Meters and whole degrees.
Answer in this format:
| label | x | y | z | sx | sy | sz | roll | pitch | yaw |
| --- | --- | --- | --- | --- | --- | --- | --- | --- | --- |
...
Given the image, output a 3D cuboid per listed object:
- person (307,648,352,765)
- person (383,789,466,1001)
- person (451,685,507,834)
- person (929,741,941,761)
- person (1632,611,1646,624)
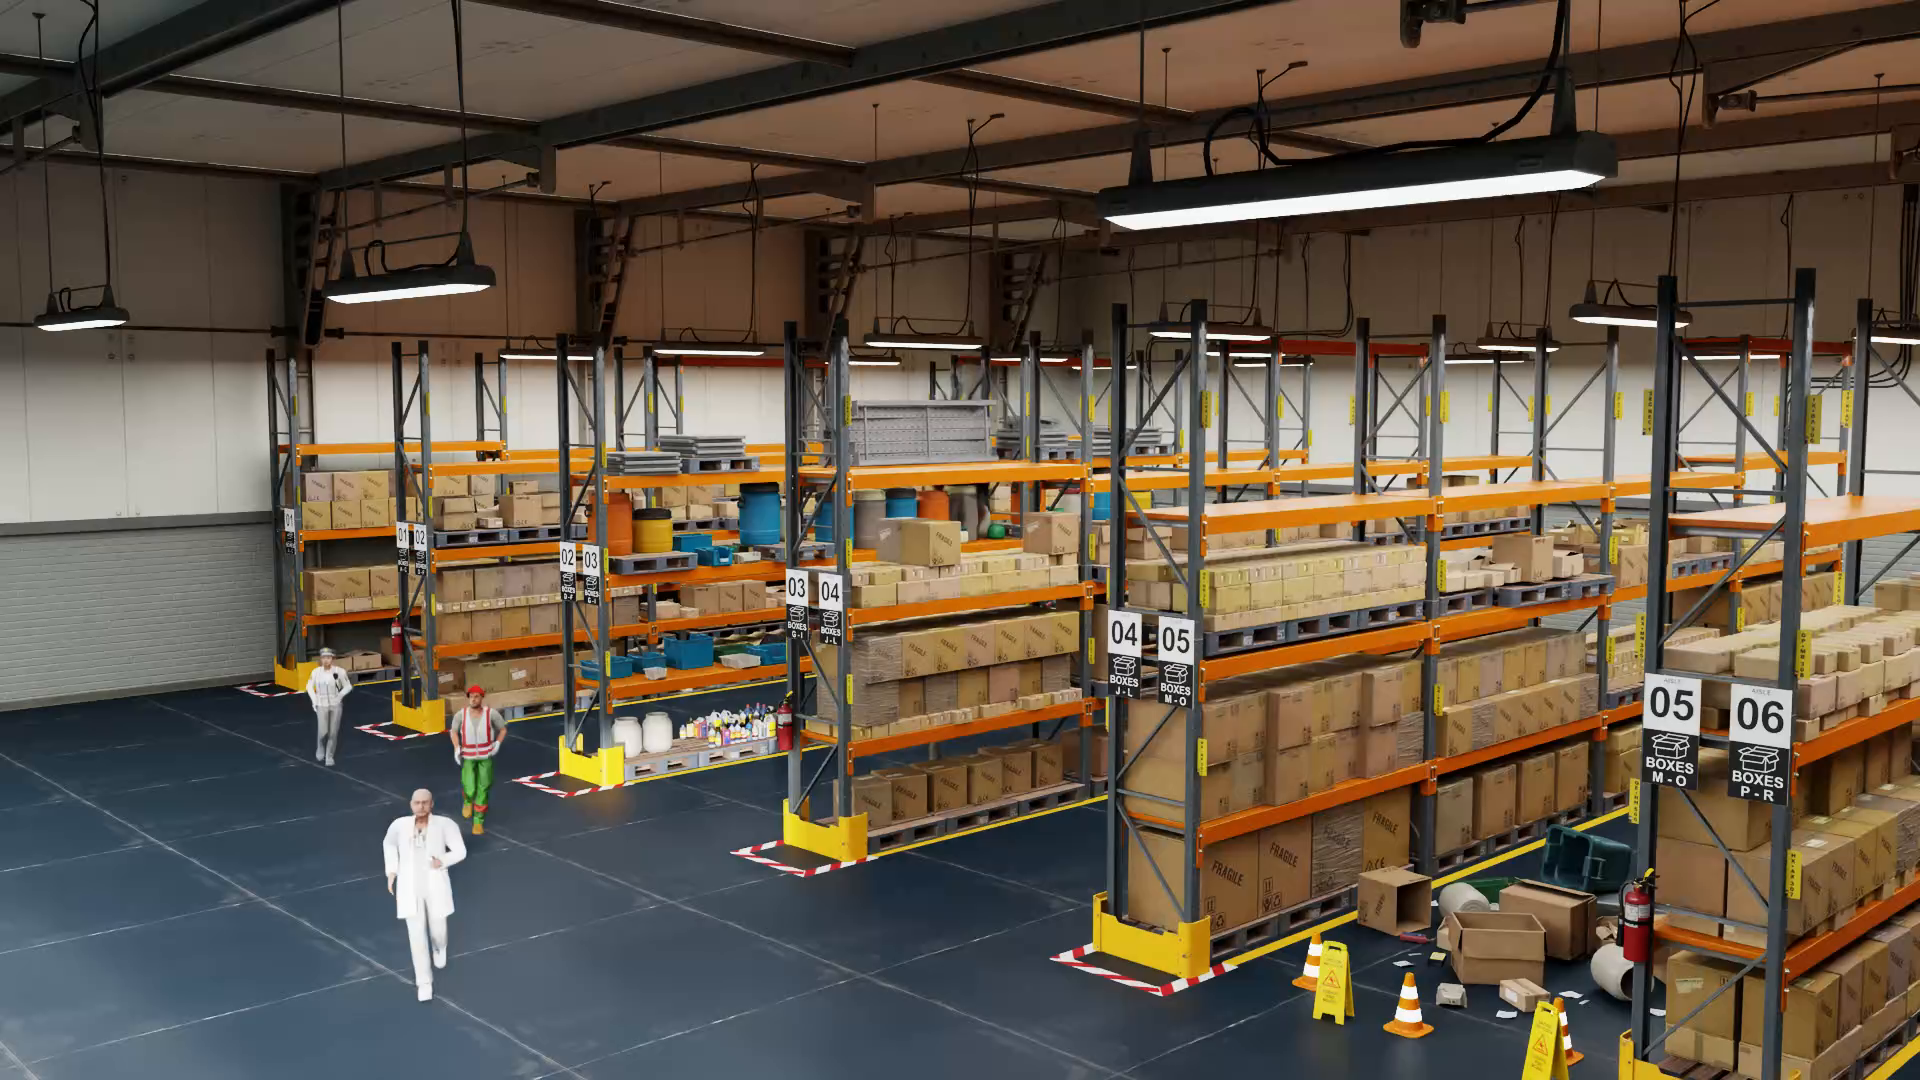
| label | x | y | z | sx | sy | sz | roll | pitch | yaw |
| --- | --- | --- | --- | --- | --- | --- | --- | --- | --- |
| person | -8.804 | 2.327 | 23.229 | 0.600 | 1.666 | 0.547 | -2 | 5 | -19 |
| person | -4.654 | 3.021 | 14.467 | 0.709 | 1.756 | 0.955 | -1 | 5 | -13 |
| person | -5.722 | 2.588 | 19.800 | 0.650 | 1.755 | 0.647 | -1 | 5 | -13 |
| person | -0.348 | 2.317 | 23.011 | 0.656 | 1.744 | 0.630 | 4 | 6 | 36 |
| person | 10.783 | 2.019 | 26.346 | 0.672 | 1.803 | 0.712 | -4 | 6 | -37 |
